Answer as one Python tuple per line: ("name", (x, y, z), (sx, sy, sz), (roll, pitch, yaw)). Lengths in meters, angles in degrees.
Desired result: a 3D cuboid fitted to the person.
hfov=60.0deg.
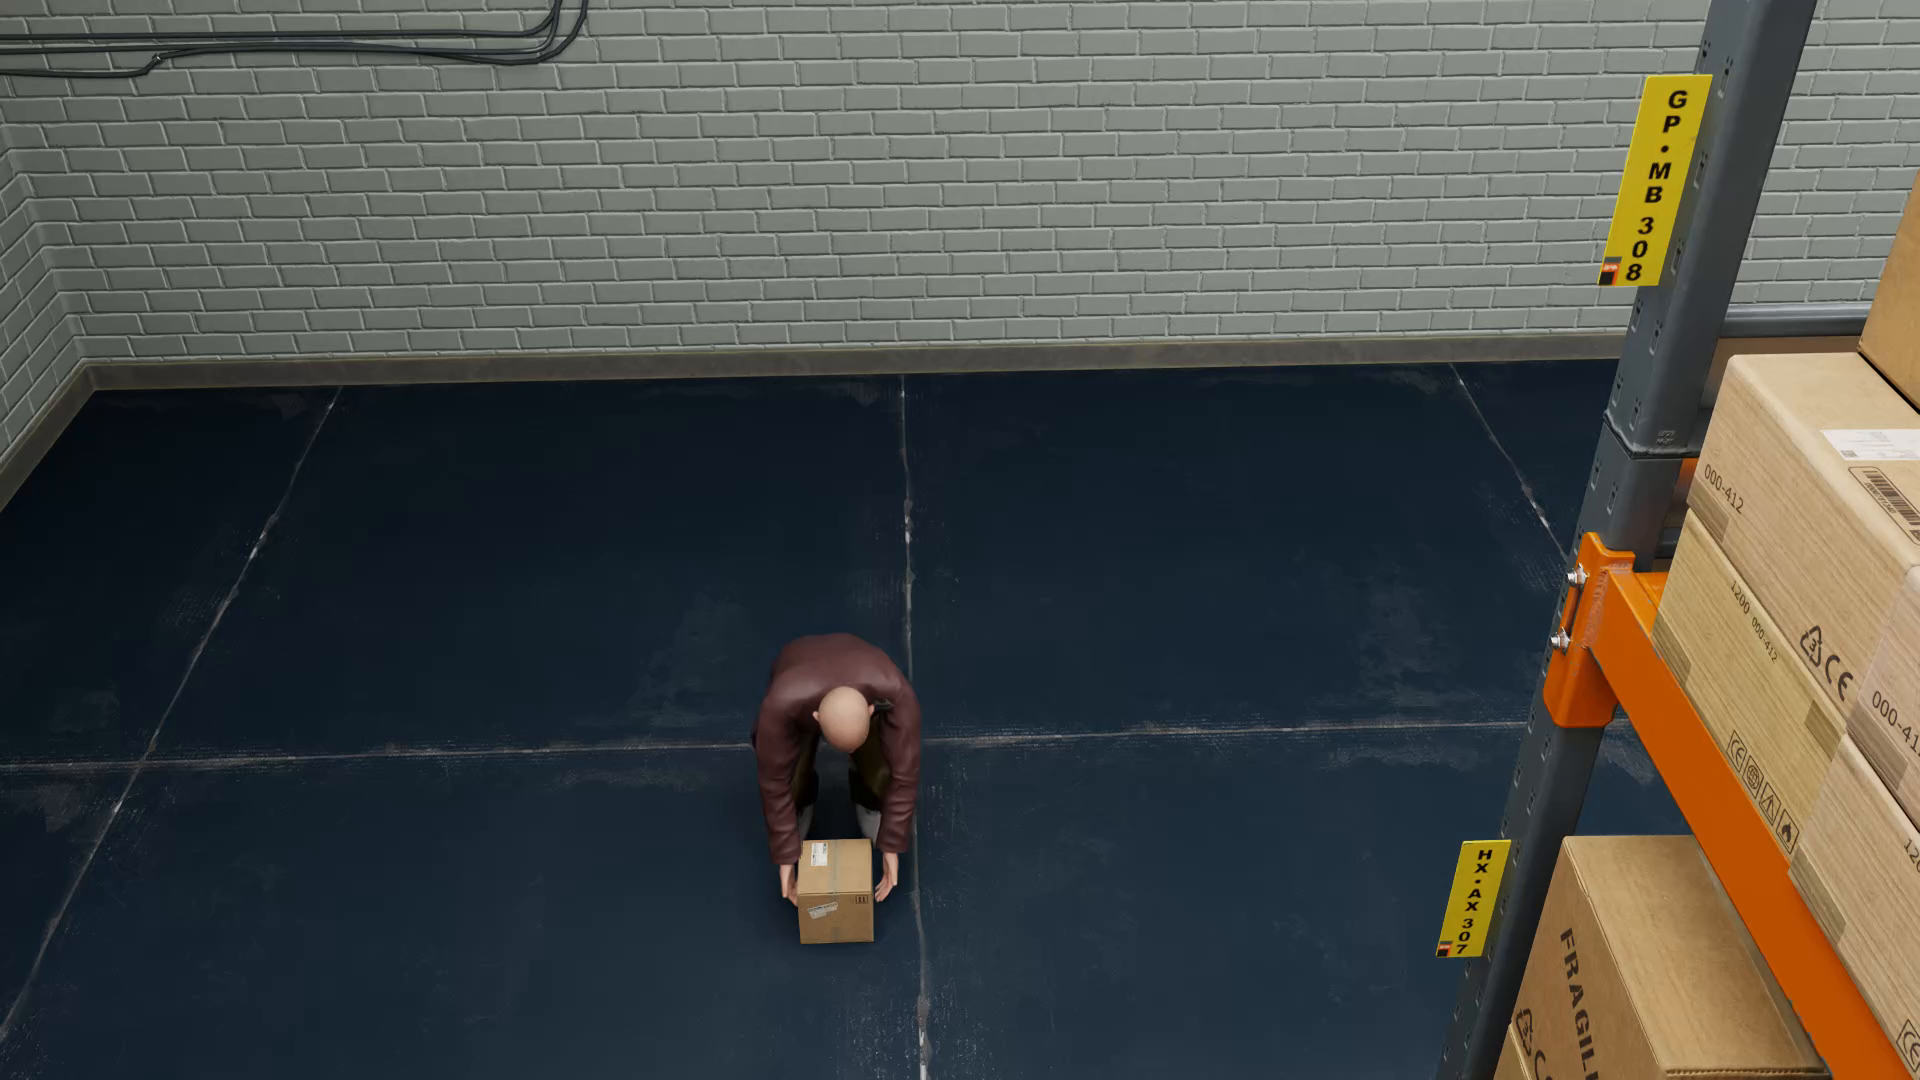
("person", (-0.439, 0.711, 5.849), (0.611, 0.964, 0.901), (-2, 35, -2))
